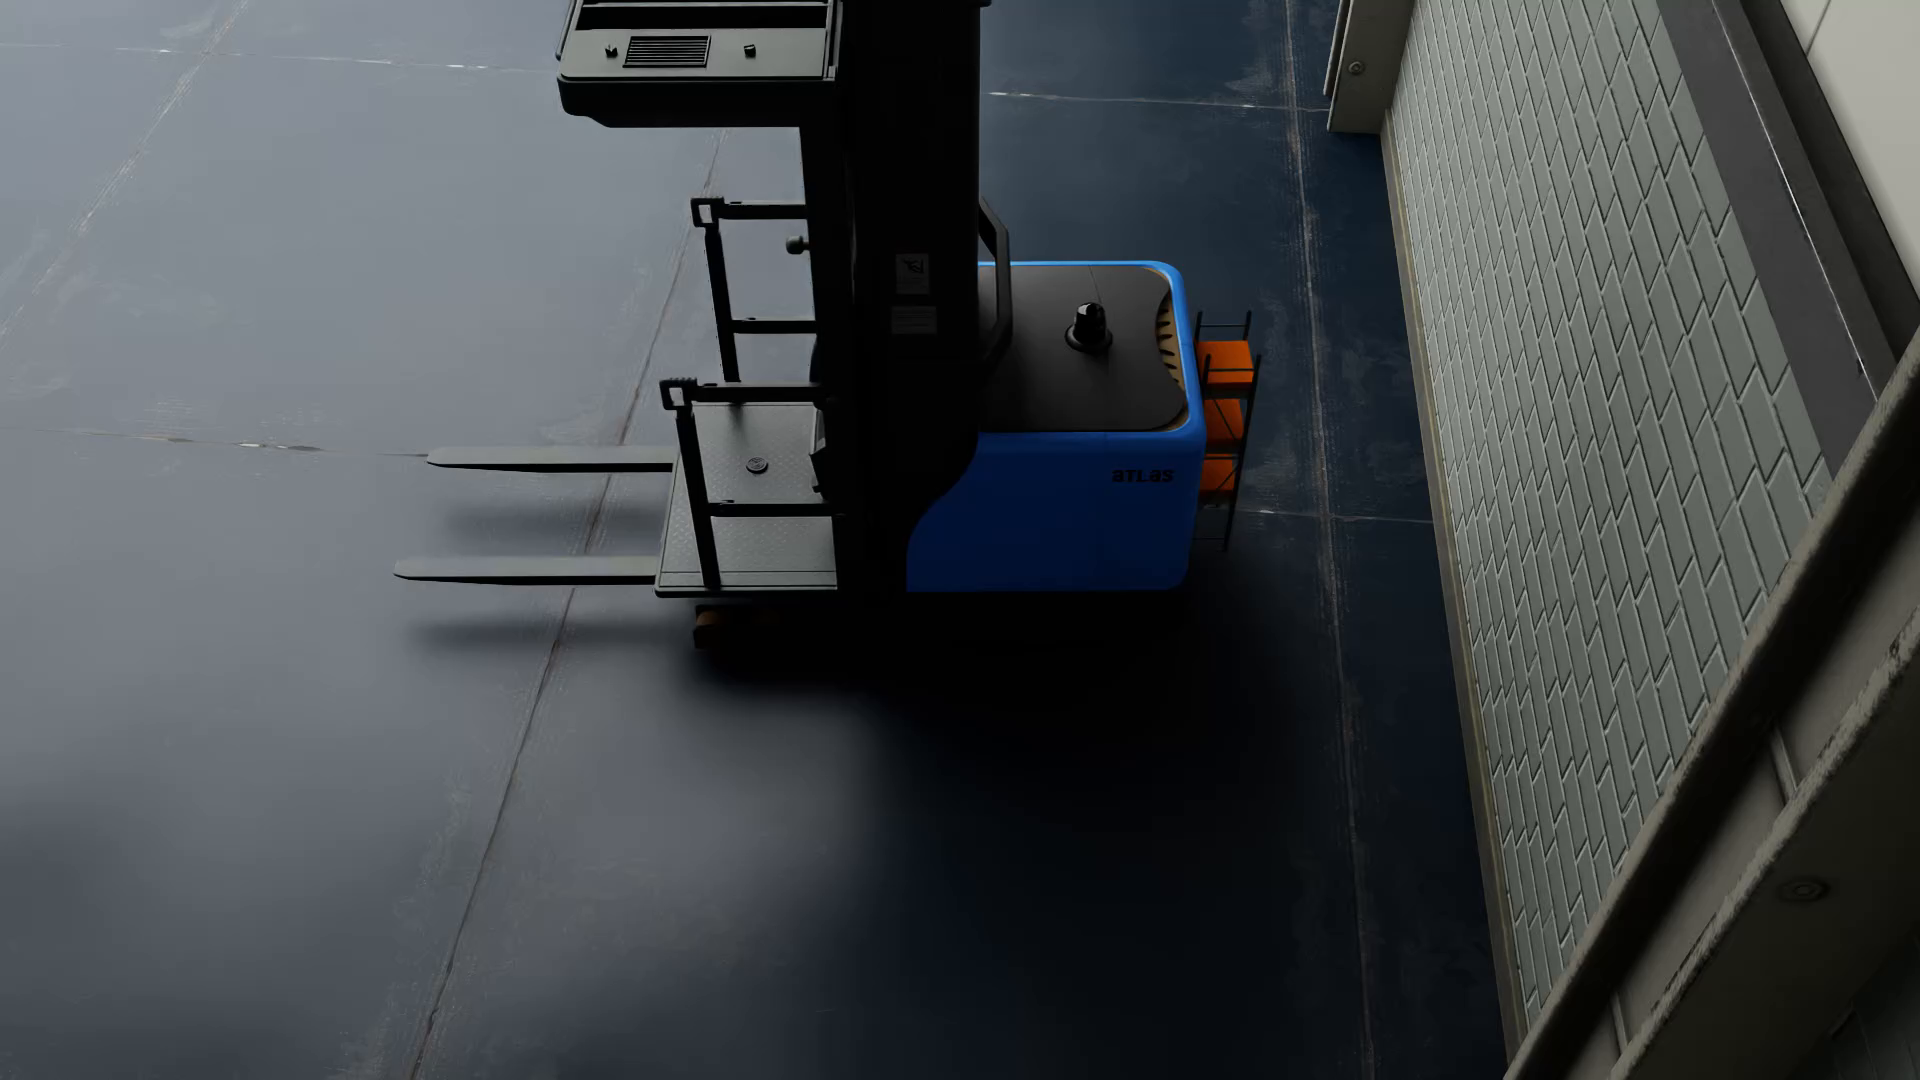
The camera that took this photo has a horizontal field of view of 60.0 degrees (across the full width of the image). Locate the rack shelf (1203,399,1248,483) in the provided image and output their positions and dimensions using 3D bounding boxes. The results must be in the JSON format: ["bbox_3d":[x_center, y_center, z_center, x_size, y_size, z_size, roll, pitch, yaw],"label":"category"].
[{"bbox_3d":[0.979,-0.393,6.438,0.215,0.259,0.240,-1,48,-1],"label":"rack shelf"}]

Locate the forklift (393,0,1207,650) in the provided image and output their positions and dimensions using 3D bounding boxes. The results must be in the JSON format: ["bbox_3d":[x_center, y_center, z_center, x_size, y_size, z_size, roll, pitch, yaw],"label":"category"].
[{"bbox_3d":[-0.655,-0.961,5.668,3.031,2.935,1.130,0,48,0],"label":"forklift"}]

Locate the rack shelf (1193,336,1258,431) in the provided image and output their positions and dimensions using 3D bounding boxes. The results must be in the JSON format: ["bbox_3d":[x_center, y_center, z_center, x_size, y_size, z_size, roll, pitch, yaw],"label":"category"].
[{"bbox_3d":[0.979,-0.585,6.229,0.215,0.259,0.240,-1,48,-1],"label":"rack shelf"}]

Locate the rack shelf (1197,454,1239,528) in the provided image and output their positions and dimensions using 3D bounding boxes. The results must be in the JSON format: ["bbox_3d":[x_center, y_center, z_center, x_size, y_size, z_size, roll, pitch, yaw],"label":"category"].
[{"bbox_3d":[0.979,-0.206,6.643,0.215,0.259,0.240,-1,48,-1],"label":"rack shelf"}]

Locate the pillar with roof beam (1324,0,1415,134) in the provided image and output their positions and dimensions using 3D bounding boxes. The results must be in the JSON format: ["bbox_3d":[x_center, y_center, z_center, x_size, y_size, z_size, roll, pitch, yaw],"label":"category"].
[{"bbox_3d":[-2.182,-5.611,5.810,9.100,9.000,0.400,4,48,4],"label":"pillar with roof beam"}]

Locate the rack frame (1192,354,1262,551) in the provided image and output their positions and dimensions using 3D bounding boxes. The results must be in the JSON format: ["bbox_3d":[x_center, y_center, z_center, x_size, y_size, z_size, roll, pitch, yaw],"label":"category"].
[{"bbox_3d":[0.982,-0.310,6.348,0.200,1.050,0.008,-1,48,-1],"label":"rack frame"}]

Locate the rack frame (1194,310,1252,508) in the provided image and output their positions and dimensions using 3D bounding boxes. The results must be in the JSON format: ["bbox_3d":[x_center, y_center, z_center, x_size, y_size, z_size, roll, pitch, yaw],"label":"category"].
[{"bbox_3d":[0.977,-0.490,6.513,0.200,1.050,0.008,-1,48,-1],"label":"rack frame"}]

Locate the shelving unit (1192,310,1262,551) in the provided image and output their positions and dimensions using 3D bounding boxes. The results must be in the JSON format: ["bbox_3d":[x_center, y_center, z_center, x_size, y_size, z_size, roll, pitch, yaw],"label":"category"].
[{"bbox_3d":[0.979,-0.400,6.431,0.215,1.050,0.252,-1,48,-1],"label":"shelving unit"}]
